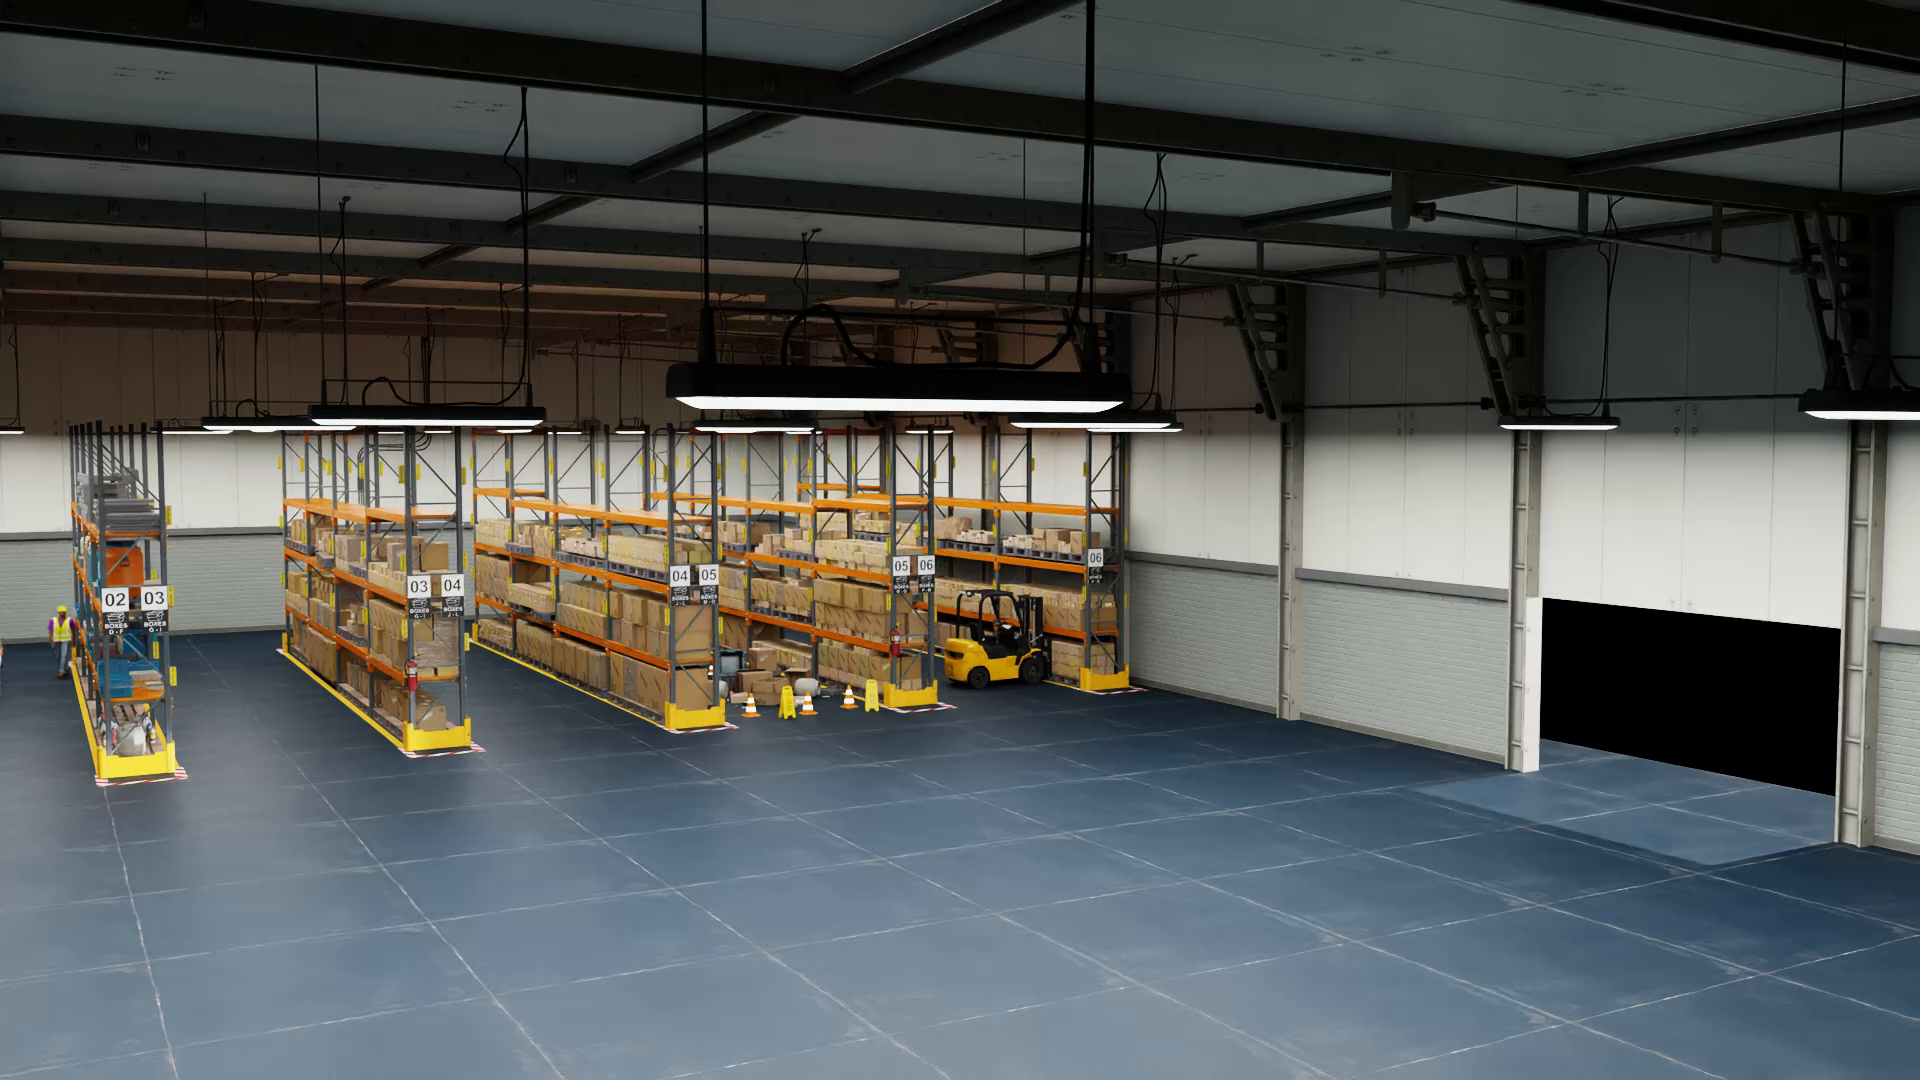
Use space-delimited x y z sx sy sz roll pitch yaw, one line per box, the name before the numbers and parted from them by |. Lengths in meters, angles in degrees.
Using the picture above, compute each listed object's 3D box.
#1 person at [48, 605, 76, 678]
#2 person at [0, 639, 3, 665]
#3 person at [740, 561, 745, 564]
person | -21.469 2.417 39.709 0.555 1.693 1.080 -1 4 -17
person | -21.041 2.638 35.934 0.632 1.750 0.671 -2 4 -33
person | -6.943 1.546 53.237 0.533 1.773 0.771 2 4 30
